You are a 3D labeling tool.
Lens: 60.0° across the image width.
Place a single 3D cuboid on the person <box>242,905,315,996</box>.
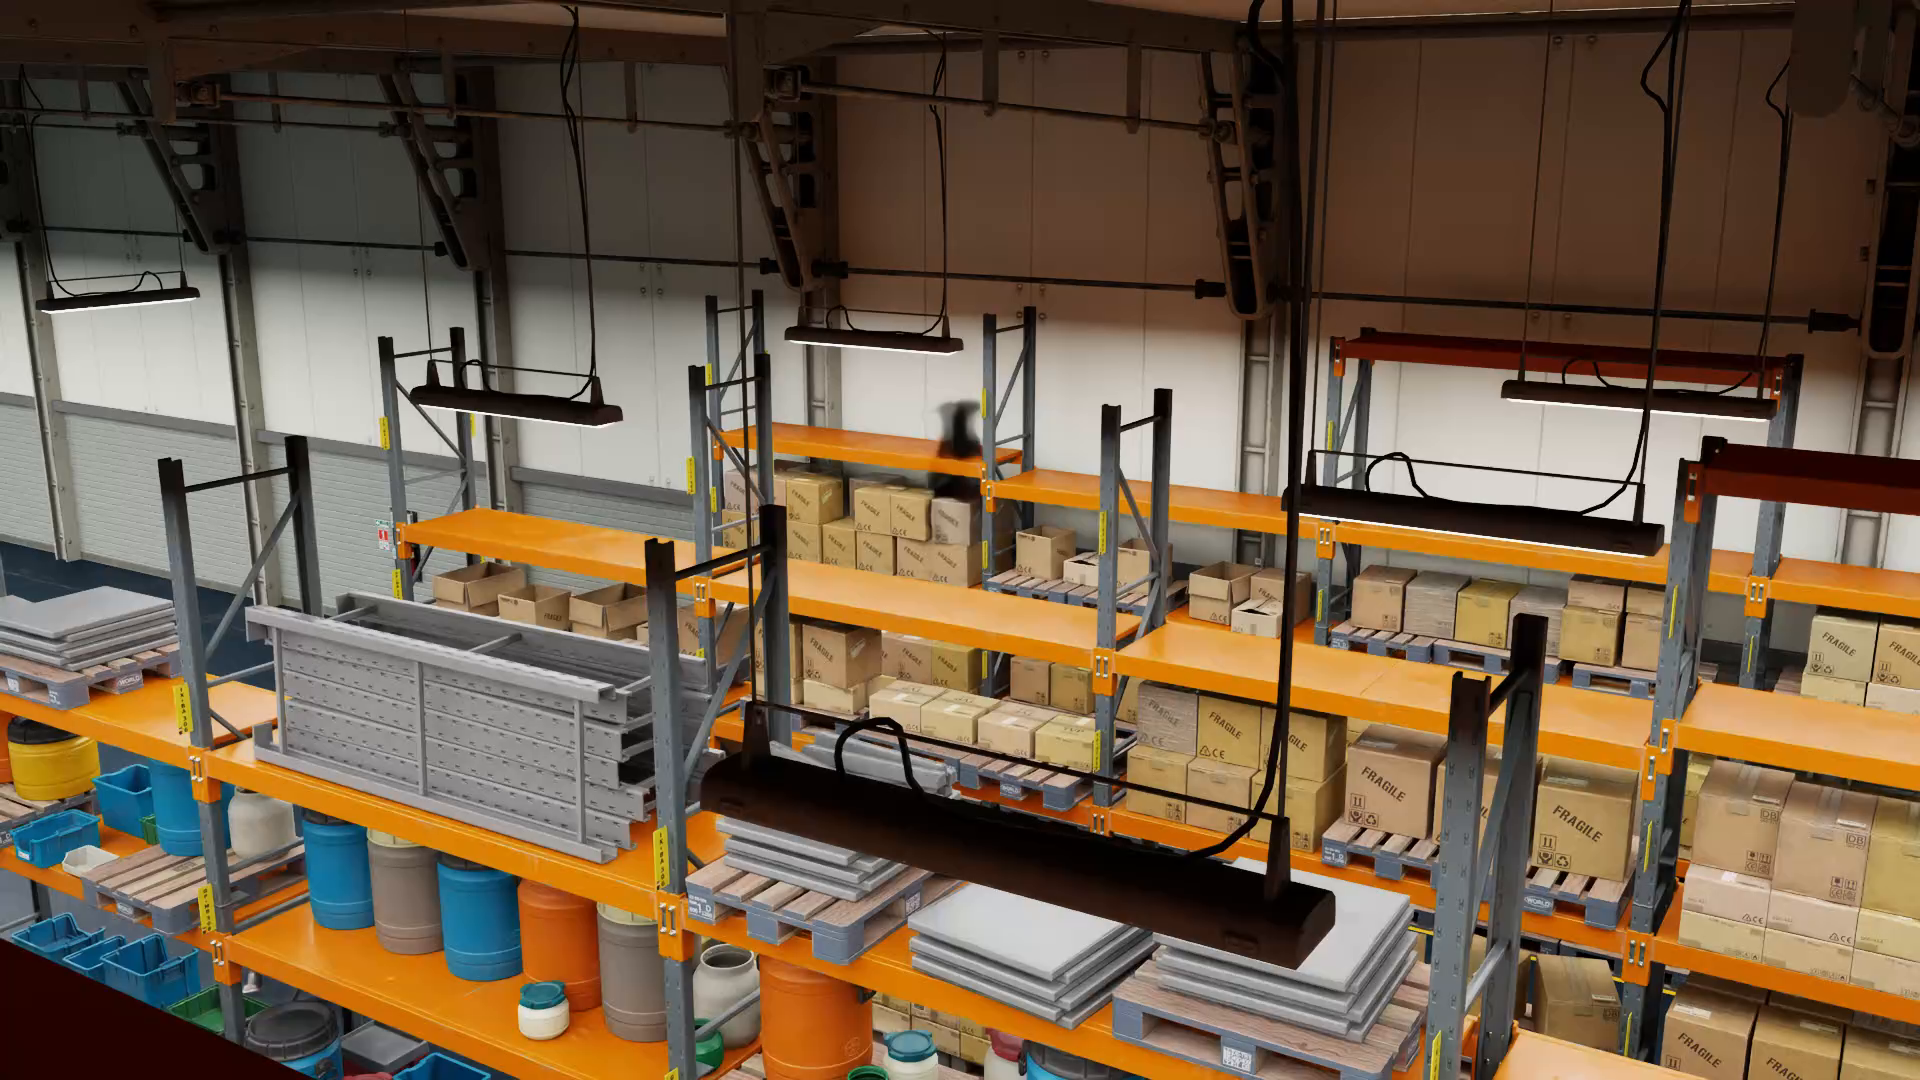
[{"bbox_3d":[-6.424,3.597,15.538,1.014,1.487,0.597,3,14,12],"label":"person"}]
